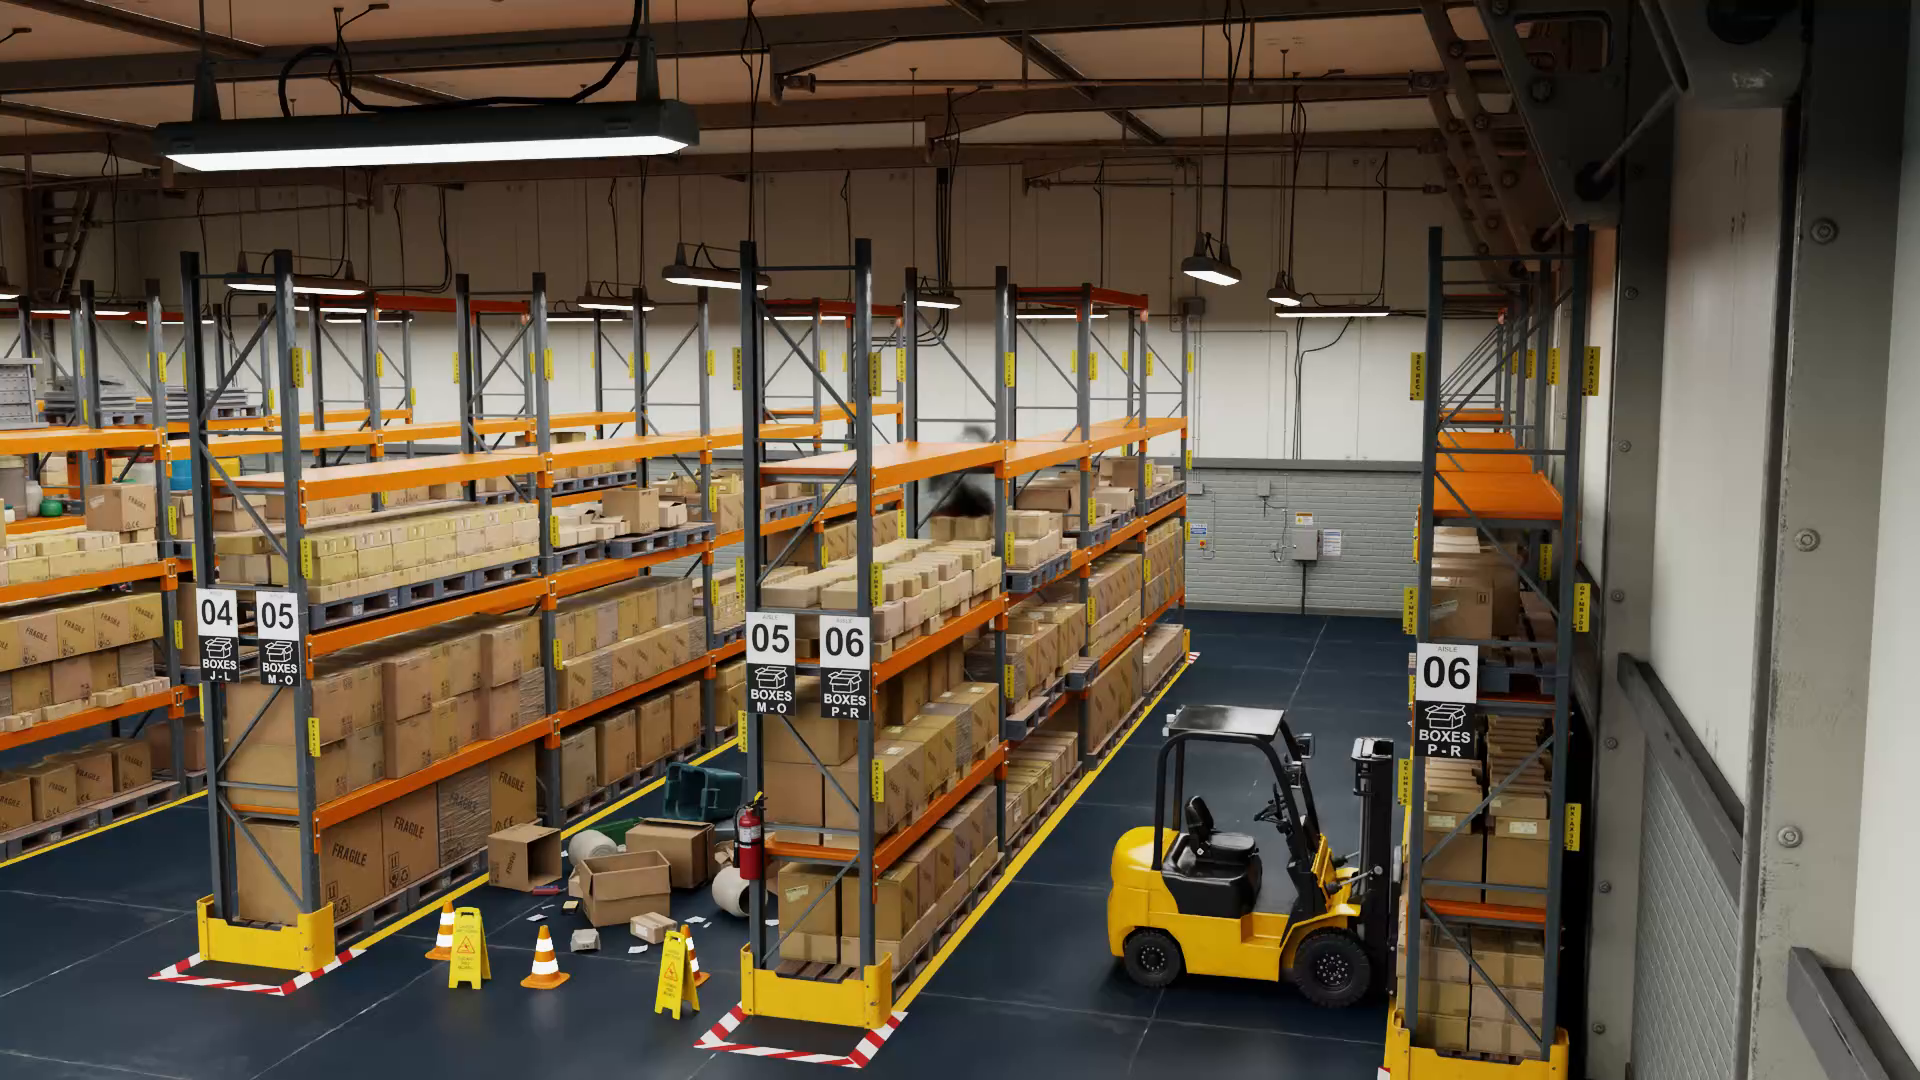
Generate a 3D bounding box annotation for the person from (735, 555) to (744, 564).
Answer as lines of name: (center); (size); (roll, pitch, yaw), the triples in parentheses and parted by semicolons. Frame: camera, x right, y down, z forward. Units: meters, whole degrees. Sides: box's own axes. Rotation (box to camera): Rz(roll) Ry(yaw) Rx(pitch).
person: (-3.744, 1.125, 28.253); (0.693, 1.791, 0.957); (2, 7, 18)
